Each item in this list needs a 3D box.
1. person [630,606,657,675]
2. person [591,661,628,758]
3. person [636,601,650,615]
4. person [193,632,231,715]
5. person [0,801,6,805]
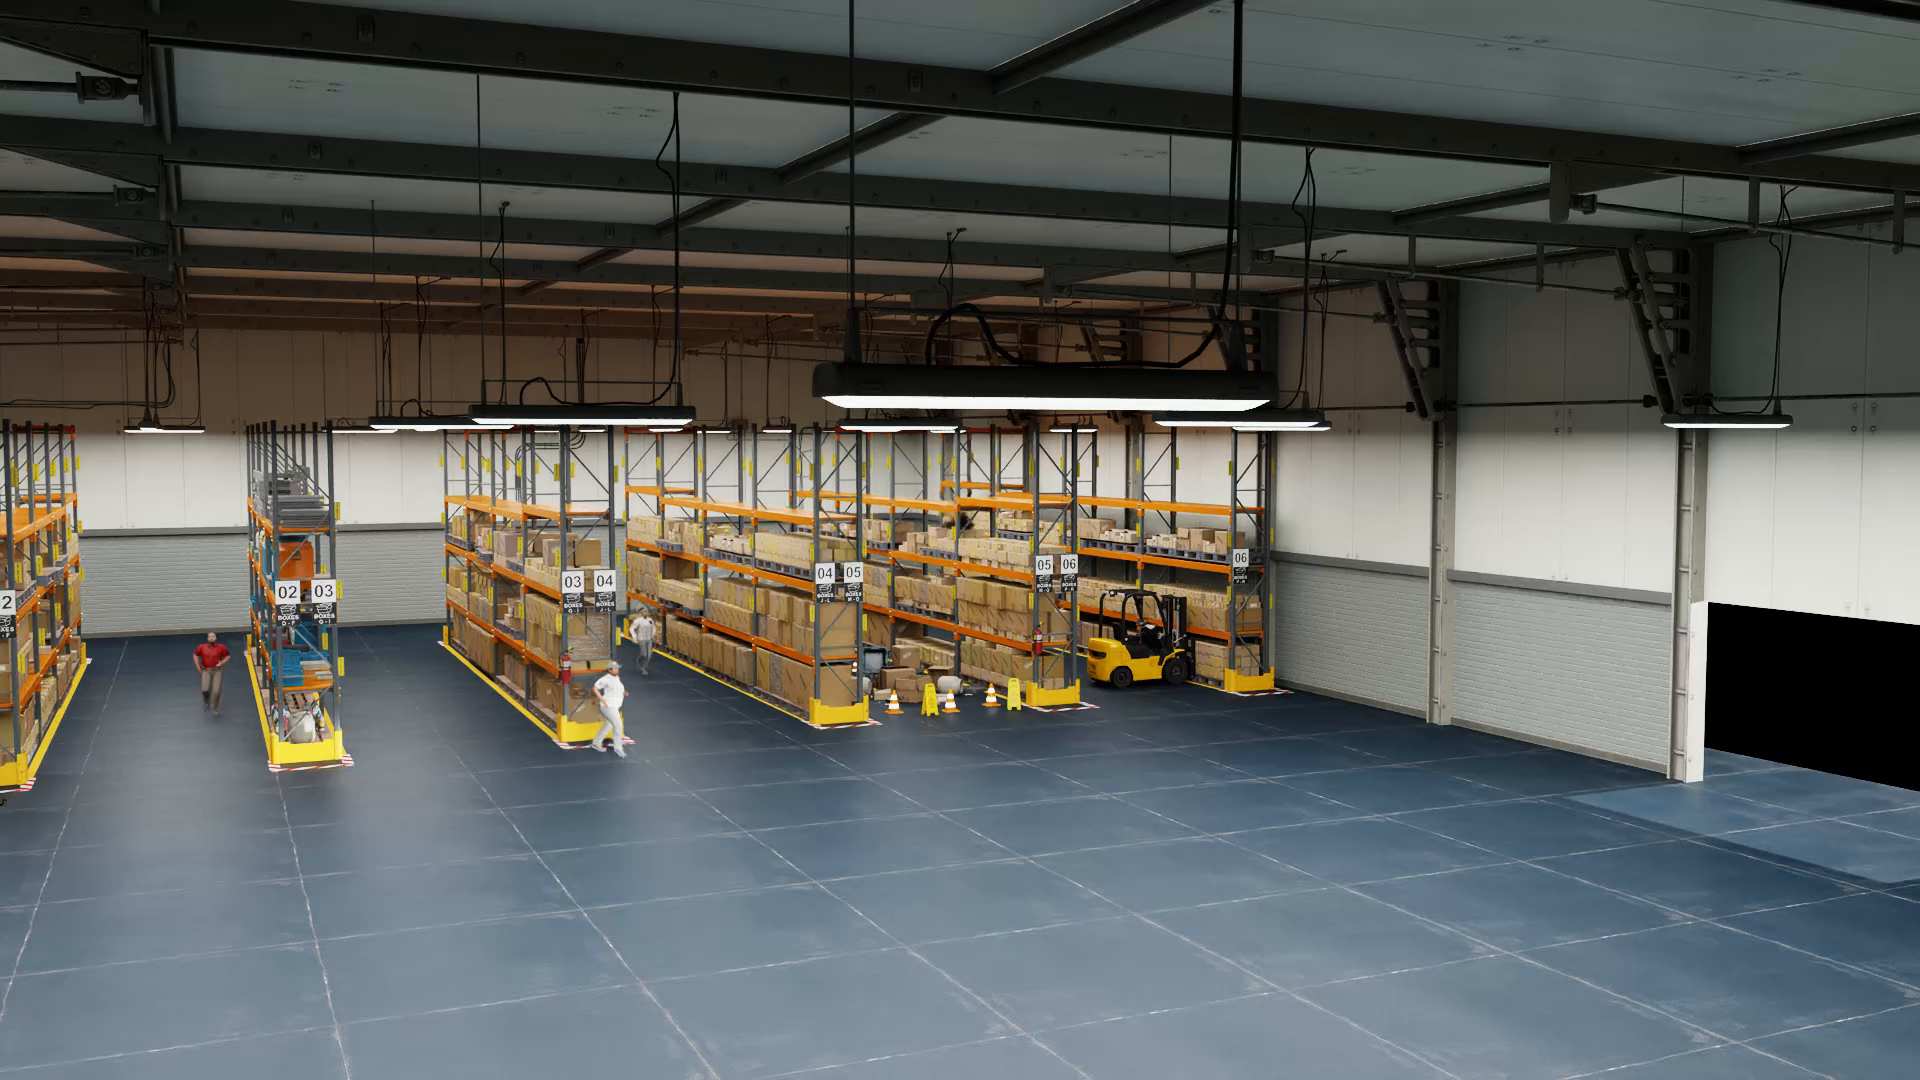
[{"bbox_3d":[-7.534,2.412,39.804,0.615,1.653,0.541,-2,4,-31],"label":"person"},{"bbox_3d":[-6.270,3.030,29.785,0.720,1.723,0.599,1,4,8],"label":"person"},{"bbox_3d":[-9.342,1.779,49.182,0.726,1.712,0.710,-2,4,-32],"label":"person"},{"bbox_3d":[-15.340,2.741,34.114,0.710,1.697,0.563,-1,4,-21],"label":"person"},{"bbox_3d":[-15.201,3.248,25.829,0.886,1.742,0.768,0,4,0],"label":"person"}]
